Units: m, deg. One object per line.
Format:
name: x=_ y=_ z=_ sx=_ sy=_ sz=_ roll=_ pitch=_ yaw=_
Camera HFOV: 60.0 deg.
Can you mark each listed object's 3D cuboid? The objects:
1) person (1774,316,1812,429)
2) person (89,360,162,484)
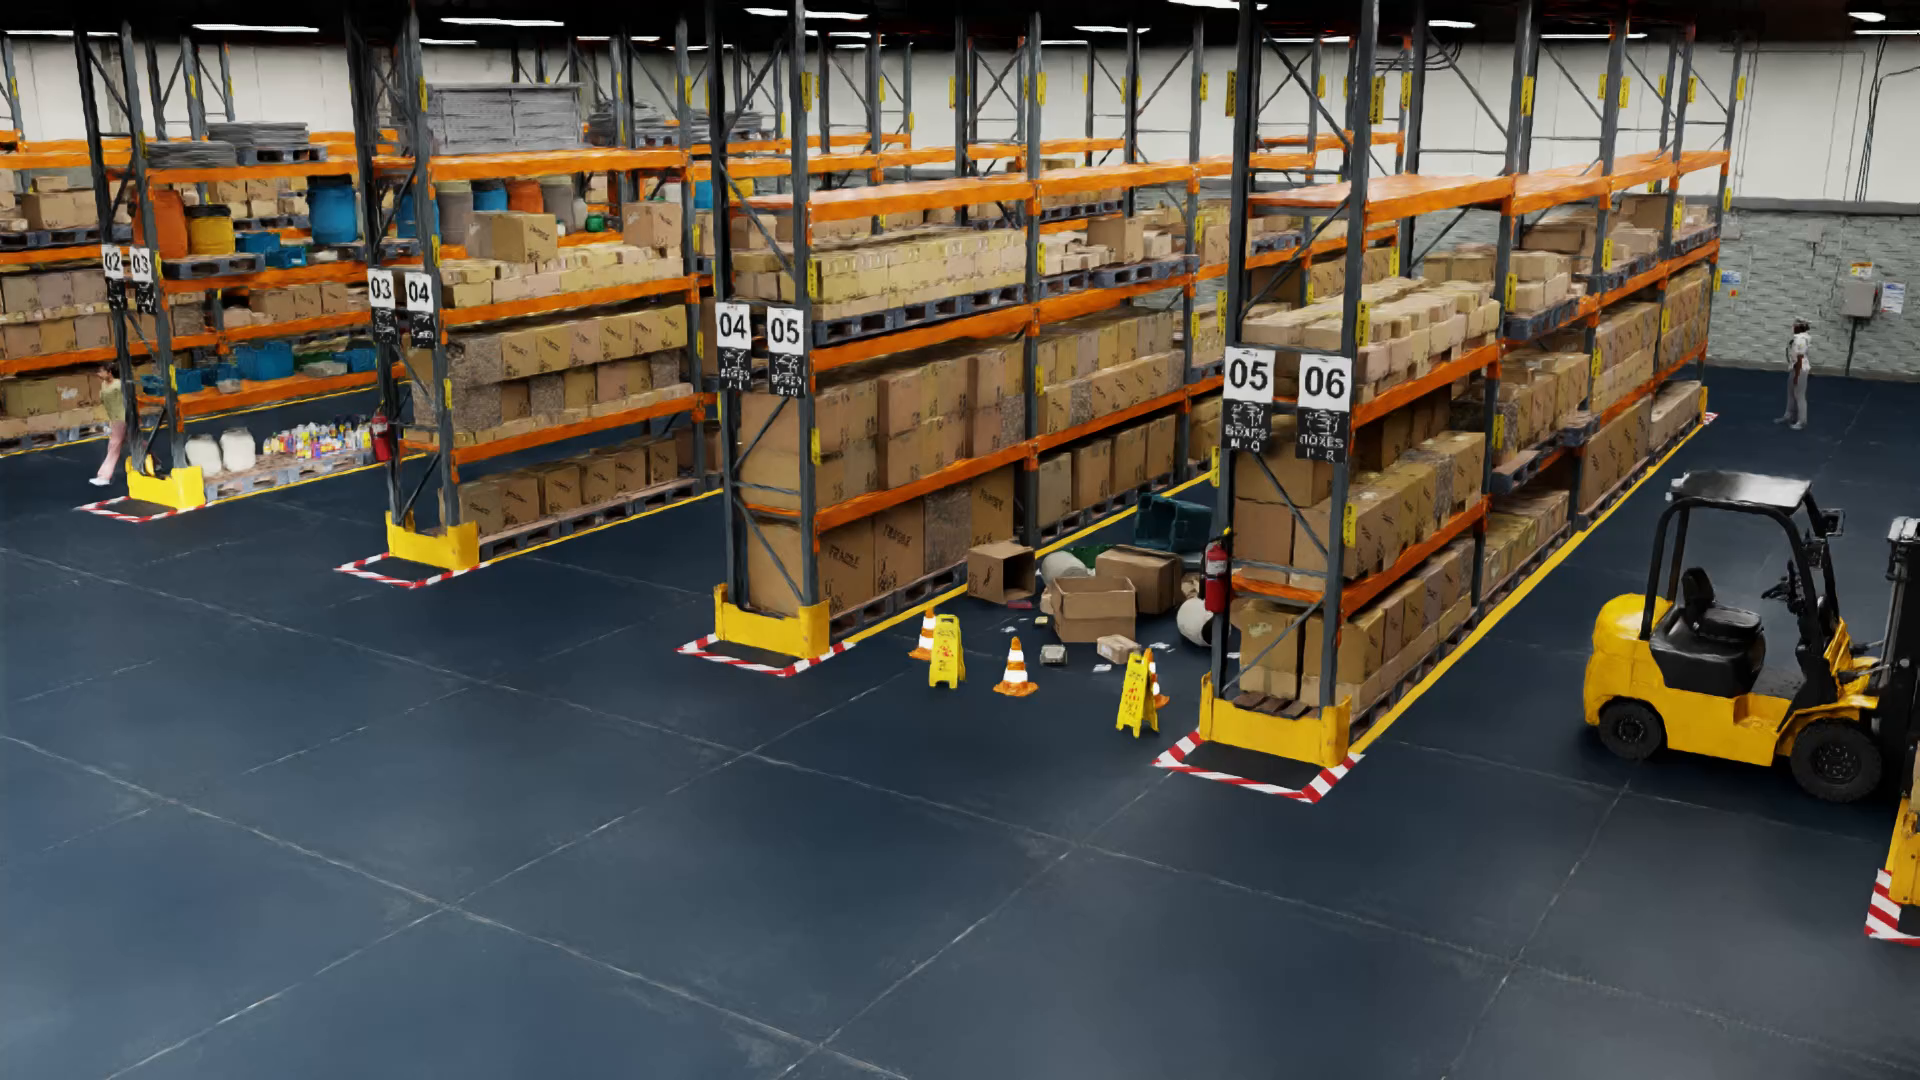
person: x=12.718 y=-2.552 z=25.261 sx=0.478 sy=1.668 sz=0.564 roll=8 pitch=18 yaw=27
person: x=-11.109 y=-1.590 z=21.891 sx=0.448 sy=1.588 sz=1.095 roll=11 pitch=19 yaw=34
